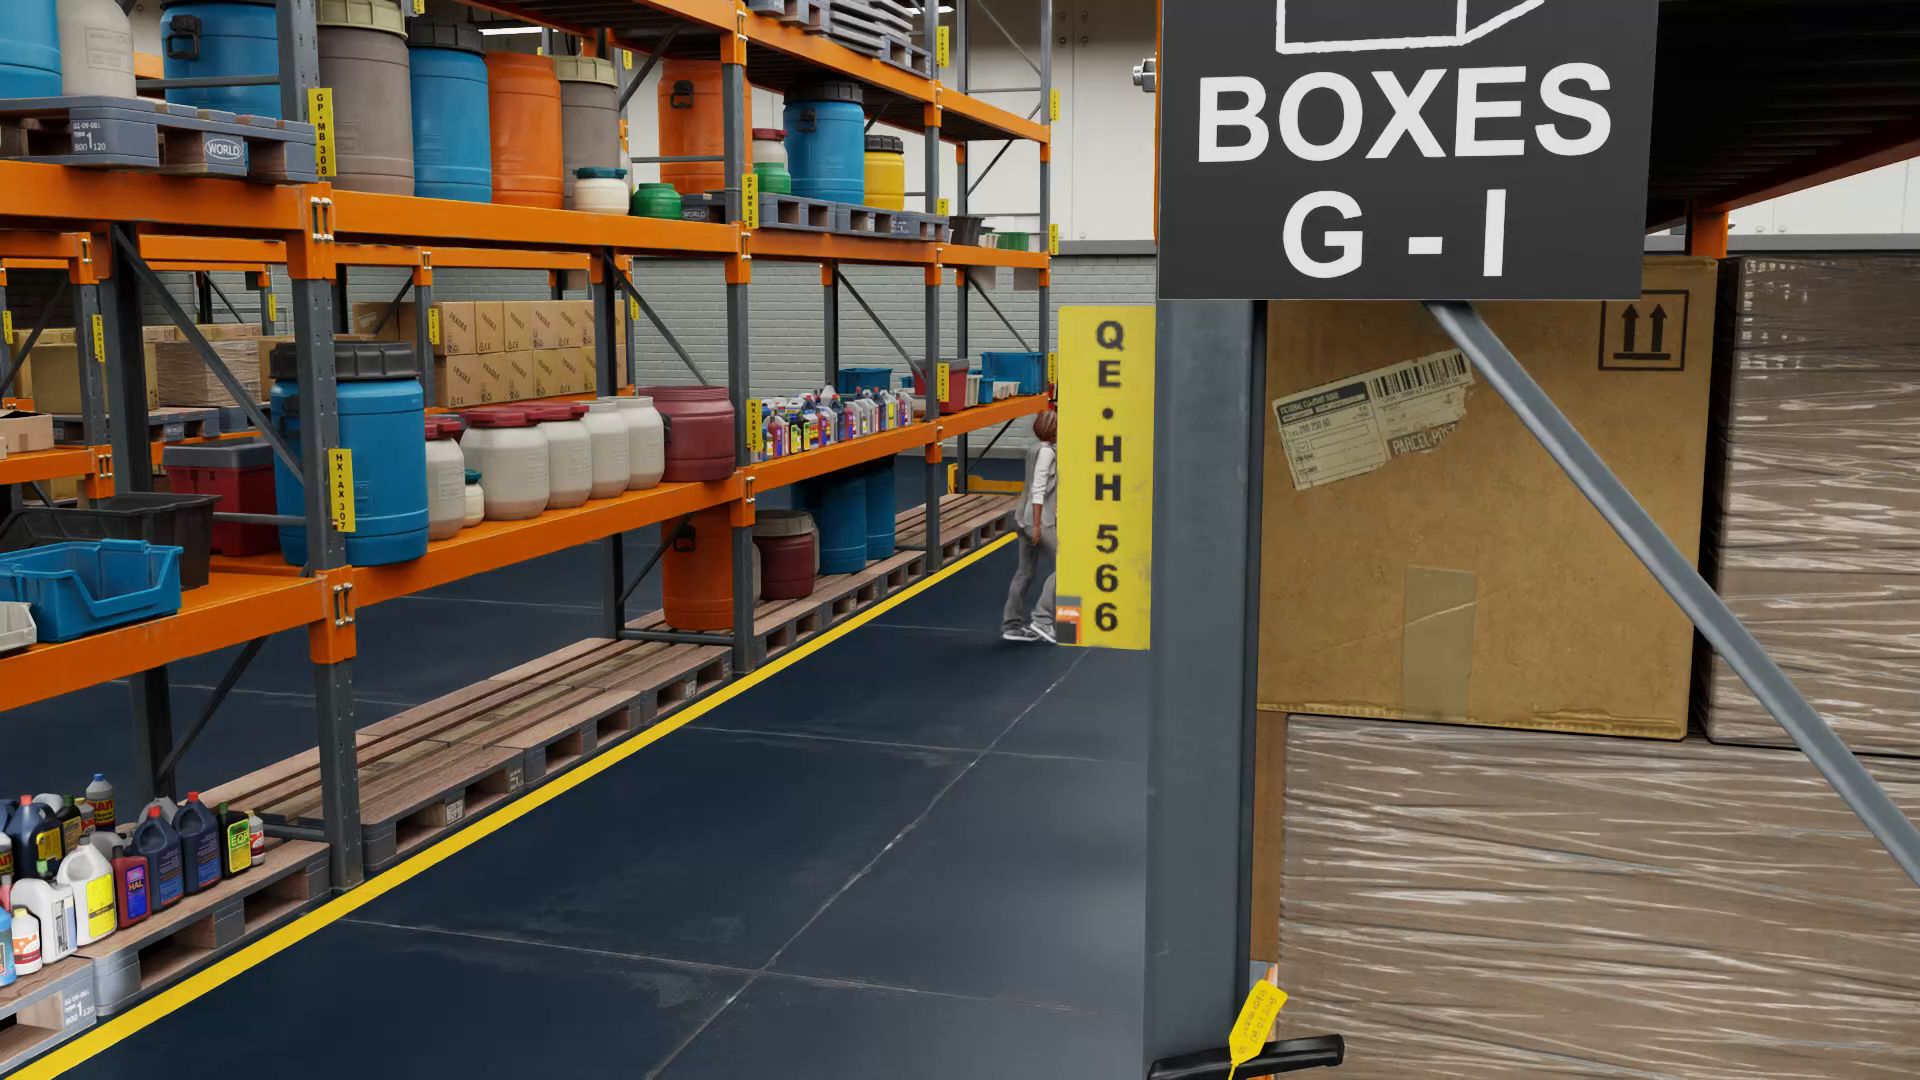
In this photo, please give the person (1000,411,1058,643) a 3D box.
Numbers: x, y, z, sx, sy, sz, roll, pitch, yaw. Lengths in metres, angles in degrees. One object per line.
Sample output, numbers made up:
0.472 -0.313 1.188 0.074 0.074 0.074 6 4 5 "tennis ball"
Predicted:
0.514 -0.091 11.373 0.492 1.581 0.424 -3 9 -17 "person"
